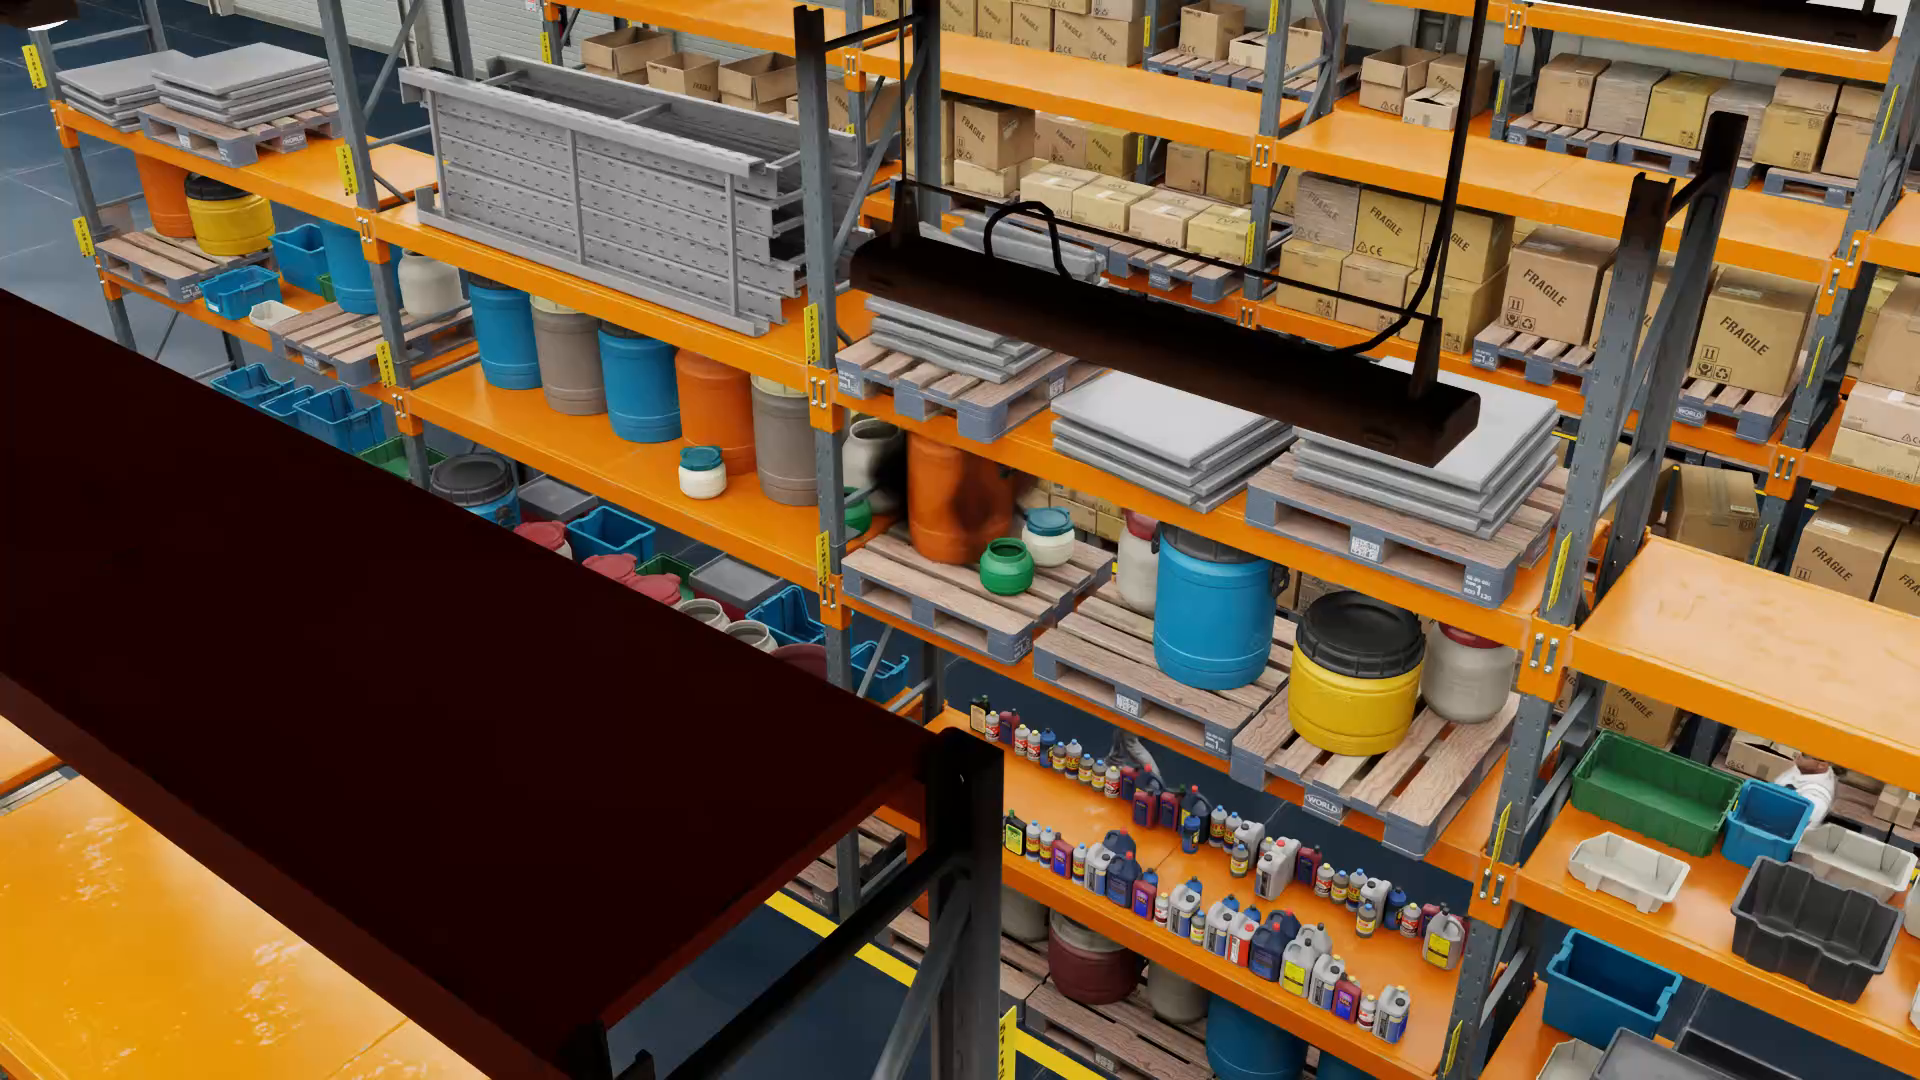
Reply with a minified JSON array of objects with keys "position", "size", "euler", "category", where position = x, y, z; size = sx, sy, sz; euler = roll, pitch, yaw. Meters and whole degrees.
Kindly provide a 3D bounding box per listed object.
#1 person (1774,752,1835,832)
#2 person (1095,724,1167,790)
[{"position":[5.208,1.901,10.515],"size":[1.086,1.724,0.675],"euler":[19,36,28],"category":"person"},{"position":[1.282,1.113,11.830],"size":[0.805,1.731,0.656],"euler":[26,40,36],"category":"person"}]
